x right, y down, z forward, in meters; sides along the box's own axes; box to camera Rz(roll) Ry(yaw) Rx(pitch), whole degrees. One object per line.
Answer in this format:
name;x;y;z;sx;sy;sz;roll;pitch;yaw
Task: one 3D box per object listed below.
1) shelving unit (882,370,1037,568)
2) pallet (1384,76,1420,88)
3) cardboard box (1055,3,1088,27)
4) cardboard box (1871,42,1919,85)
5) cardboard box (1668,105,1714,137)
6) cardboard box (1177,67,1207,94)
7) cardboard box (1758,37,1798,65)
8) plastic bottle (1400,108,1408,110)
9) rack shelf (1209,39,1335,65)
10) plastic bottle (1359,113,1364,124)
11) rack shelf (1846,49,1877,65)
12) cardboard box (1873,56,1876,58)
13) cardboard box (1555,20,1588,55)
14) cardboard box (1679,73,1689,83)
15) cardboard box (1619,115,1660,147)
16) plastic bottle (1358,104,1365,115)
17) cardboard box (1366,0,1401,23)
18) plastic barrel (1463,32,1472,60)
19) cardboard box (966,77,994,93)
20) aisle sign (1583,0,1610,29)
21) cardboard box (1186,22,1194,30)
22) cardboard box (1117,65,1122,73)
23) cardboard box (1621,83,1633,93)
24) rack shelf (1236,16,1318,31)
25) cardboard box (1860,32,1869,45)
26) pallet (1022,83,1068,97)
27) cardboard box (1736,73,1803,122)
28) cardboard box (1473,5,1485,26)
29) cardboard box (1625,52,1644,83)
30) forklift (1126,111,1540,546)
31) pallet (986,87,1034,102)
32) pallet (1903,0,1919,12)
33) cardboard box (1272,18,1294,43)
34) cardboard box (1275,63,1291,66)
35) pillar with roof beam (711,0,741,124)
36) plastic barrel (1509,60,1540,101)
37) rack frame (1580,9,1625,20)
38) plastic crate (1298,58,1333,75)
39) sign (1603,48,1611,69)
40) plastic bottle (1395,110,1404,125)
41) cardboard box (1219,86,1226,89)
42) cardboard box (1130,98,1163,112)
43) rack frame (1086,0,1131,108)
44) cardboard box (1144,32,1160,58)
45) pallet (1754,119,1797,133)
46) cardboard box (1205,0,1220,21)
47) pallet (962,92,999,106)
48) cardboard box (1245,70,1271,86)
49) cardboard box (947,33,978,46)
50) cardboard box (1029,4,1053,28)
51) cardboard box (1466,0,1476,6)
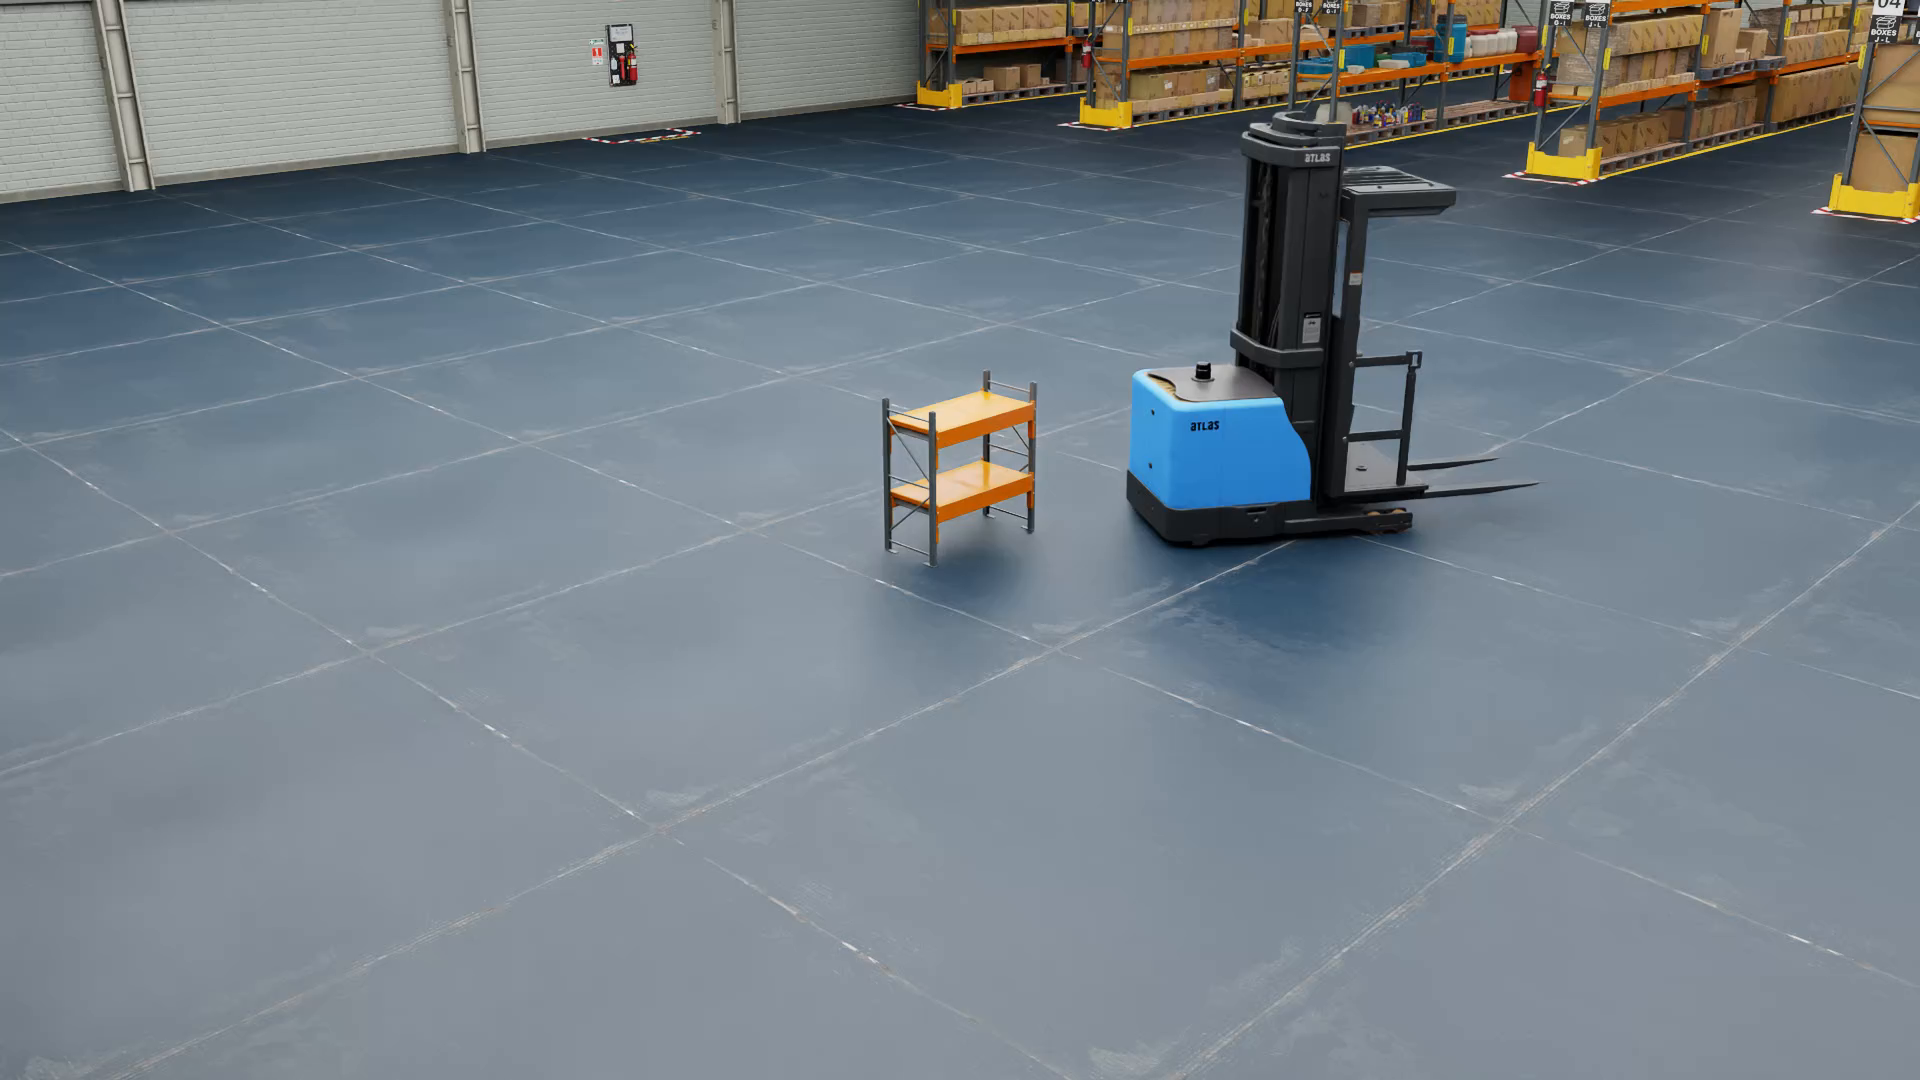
shelving unit;0.005;-0.527;11.877;0.538;1.125;1.048;19;28;41
pallet;10.864;-11.600;41.962;1.003;0.211;1.213;19;28;41
cardboard box;2.651;-12.677;40.124;0.700;0.500;0.500;19;28;41
cardboard box;13.898;-6.948;24.256;0.875;0.550;0.550;19;28;41
cardboard box;13.708;-7.893;31.299;0.700;0.500;0.500;19;28;40
cardboard box;4.953;-9.898;35.847;0.500;0.500;0.500;19;28;41
cardboard box;16.243;-9.716;33.032;0.500;0.500;0.500;-19;28;-40
plastic bottle;8.869;-8.501;33.194;0.152;0.276;0.135;19;28;41
rack shelf;7.218;-11.242;38.146;1.077;0.370;4.000;19;28;41
plastic bottle;7.941;-8.343;32.888;0.097;0.201;0.097;0;21;0
rack shelf;19.894;-10.819;37.043;1.077;0.370;4.000;19;28;41
cardboard box;20.265;-10.454;37.469;0.875;0.875;0.875;19;28;41
cardboard box;10.334;-8.411;27.829;0.500;0.500;0.500;19;28;41
cardboard box;12.798;-8.276;29.775;0.380;0.149;0.250;19;28;41
cardboard box;12.216;-7.371;29.970;0.500;0.500;0.500;-11;23;-25
plastic bottle;7.951;-8.483;33.043;0.185;0.351;0.144;-19;28;-40
cardboard box;10.479;-13.105;41.264;0.500;0.500;0.700;-15;26;-34
plastic barrel;10.194;-10.078;33.924;0.433;0.535;0.433;0;21;0
cardboard box;0.426;-10.527;38.416;0.500;0.311;0.500;-17;27;-38
aisle sign;10.299;-8.678;26.848;0.394;0.787;0.004;19;28;41
cardboard box;4.717;-10.895;35.196;0.250;0.149;0.380;-19;28;-40
cardboard box;3.828;-11.934;41.812;0.700;0.500;0.500;19;28;40
cardboard box;11.210;-7.704;28.287;0.380;0.149;0.250;19;28;41
rack shelf;9.247;-14.538;46.720;1.077;0.370;4.000;19;28;41
cardboard box;19.365;-10.891;36.023;0.500;0.250;0.500;19;28;40
pallet;1.828;-10.820;39.931;1.003;0.211;1.213;19;28;41
cardboard box;16.205;-8.988;33.655;1.225;0.875;0.875;18;27;38
cardboard box;13.366;-13.751;43.531;0.500;0.500;0.500;20;28;41
cardboard box;11.174;-8.152;28.549;0.875;0.500;0.500;19;28;41
forklift;2.841;-1.587;12.117;3.031;2.935;1.130;-5;22;-12
pallet;0.977;-10.505;39.111;1.003;0.211;1.213;19;28;41
pallet;14.121;-7.840;24.235;1.003;0.211;1.213;19;28;41
cardboard box;7.455;-11.704;38.204;0.500;0.500;0.500;17;27;38
cardboard box;7.677;-11.068;39.156;0.500;0.311;0.500;18;28;39
pillar with roof beam;-1.752;-11.852;30.367;9.100;9.000;0.400;19;28;41
plastic barrel;12.489;-10.165;36.779;0.600;0.830;0.708;19;28;41
rack frame;14.950;-11.880;38.802;1.000;3.000;0.127;19;28;41
plastic crate;6.714;-8.929;31.333;0.499;0.251;0.616;19;28;41
sign;10.517;-7.824;27.043;0.100;0.325;0.005;19;28;41
plastic bottle;8.651;-8.347;32.793;0.135;0.276;0.152;-20;28;-41
cardboard box;5.905;-10.156;37.564;0.500;0.250;0.500;19;28;40
cardboard box;3.912;-9.160;34.973;0.500;0.250;0.500;19;28;41
rack frame;3.033;-10.036;34.004;1.000;3.000;0.127;19;28;41
cardboard box;3.730;-10.336;34.645;0.500;0.500;0.700;-19;28;-41
pallet;16.313;-8.494;33.880;1.003;0.211;1.213;19;28;41
cardboard box;5.166;-11.471;35.789;0.700;0.500;0.500;19;28;41
pallet;0.126;-10.193;38.299;1.003;0.211;1.213;19;28;41
cardboard box;6.643;-10.410;37.442;0.500;0.311;0.500;19;28;40
cardboard box;0.049;-11.260;37.371;0.500;0.250;0.500;18;28;39
cardboard box;1.819;-12.264;38.936;0.500;0.500;0.500;19;28;40
cardboard box;13.012;-14.082;42.999;0.500;0.500;0.500;-19;28;-40
